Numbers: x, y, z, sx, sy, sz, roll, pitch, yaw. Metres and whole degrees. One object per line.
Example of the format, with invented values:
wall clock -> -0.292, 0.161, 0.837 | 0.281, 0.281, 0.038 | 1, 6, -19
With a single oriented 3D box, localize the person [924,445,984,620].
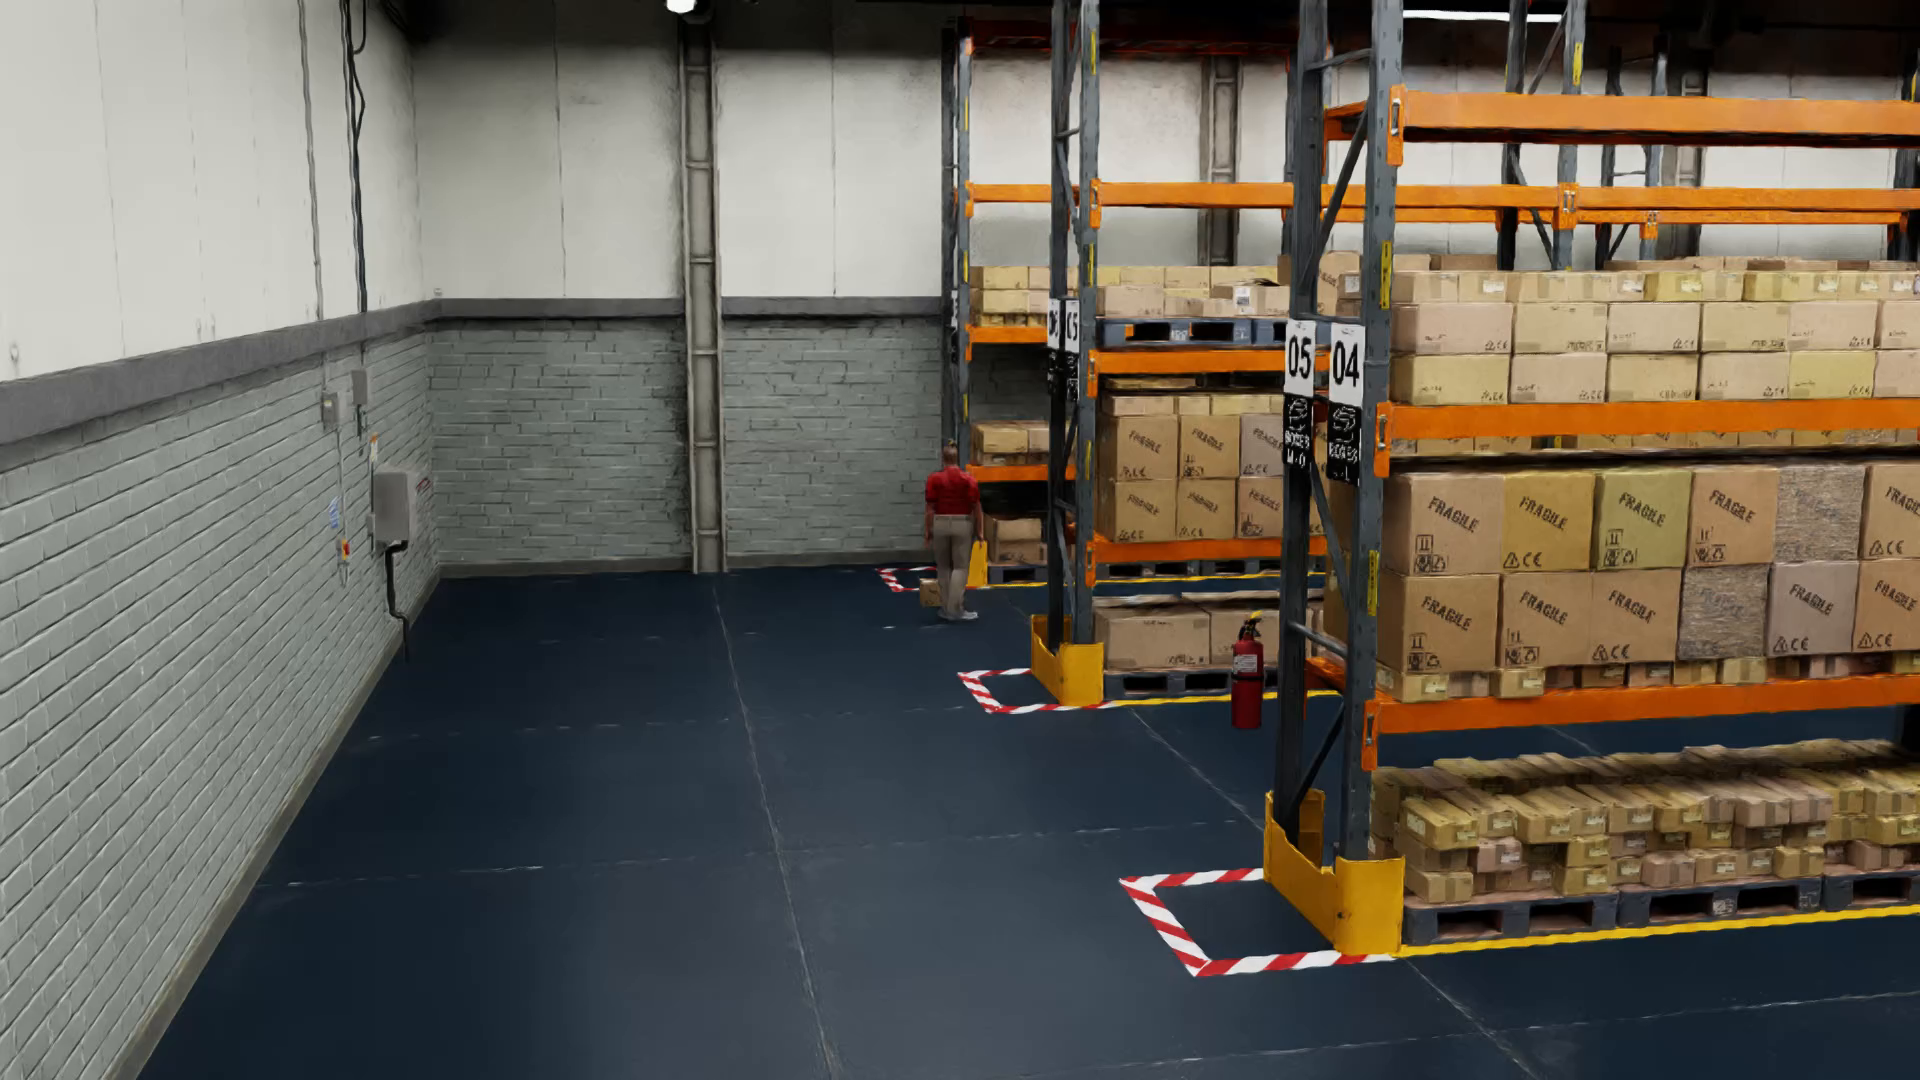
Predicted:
person -> -0.057, -0.076, 16.334 | 0.591, 1.726, 0.411 | 2, 10, 12
